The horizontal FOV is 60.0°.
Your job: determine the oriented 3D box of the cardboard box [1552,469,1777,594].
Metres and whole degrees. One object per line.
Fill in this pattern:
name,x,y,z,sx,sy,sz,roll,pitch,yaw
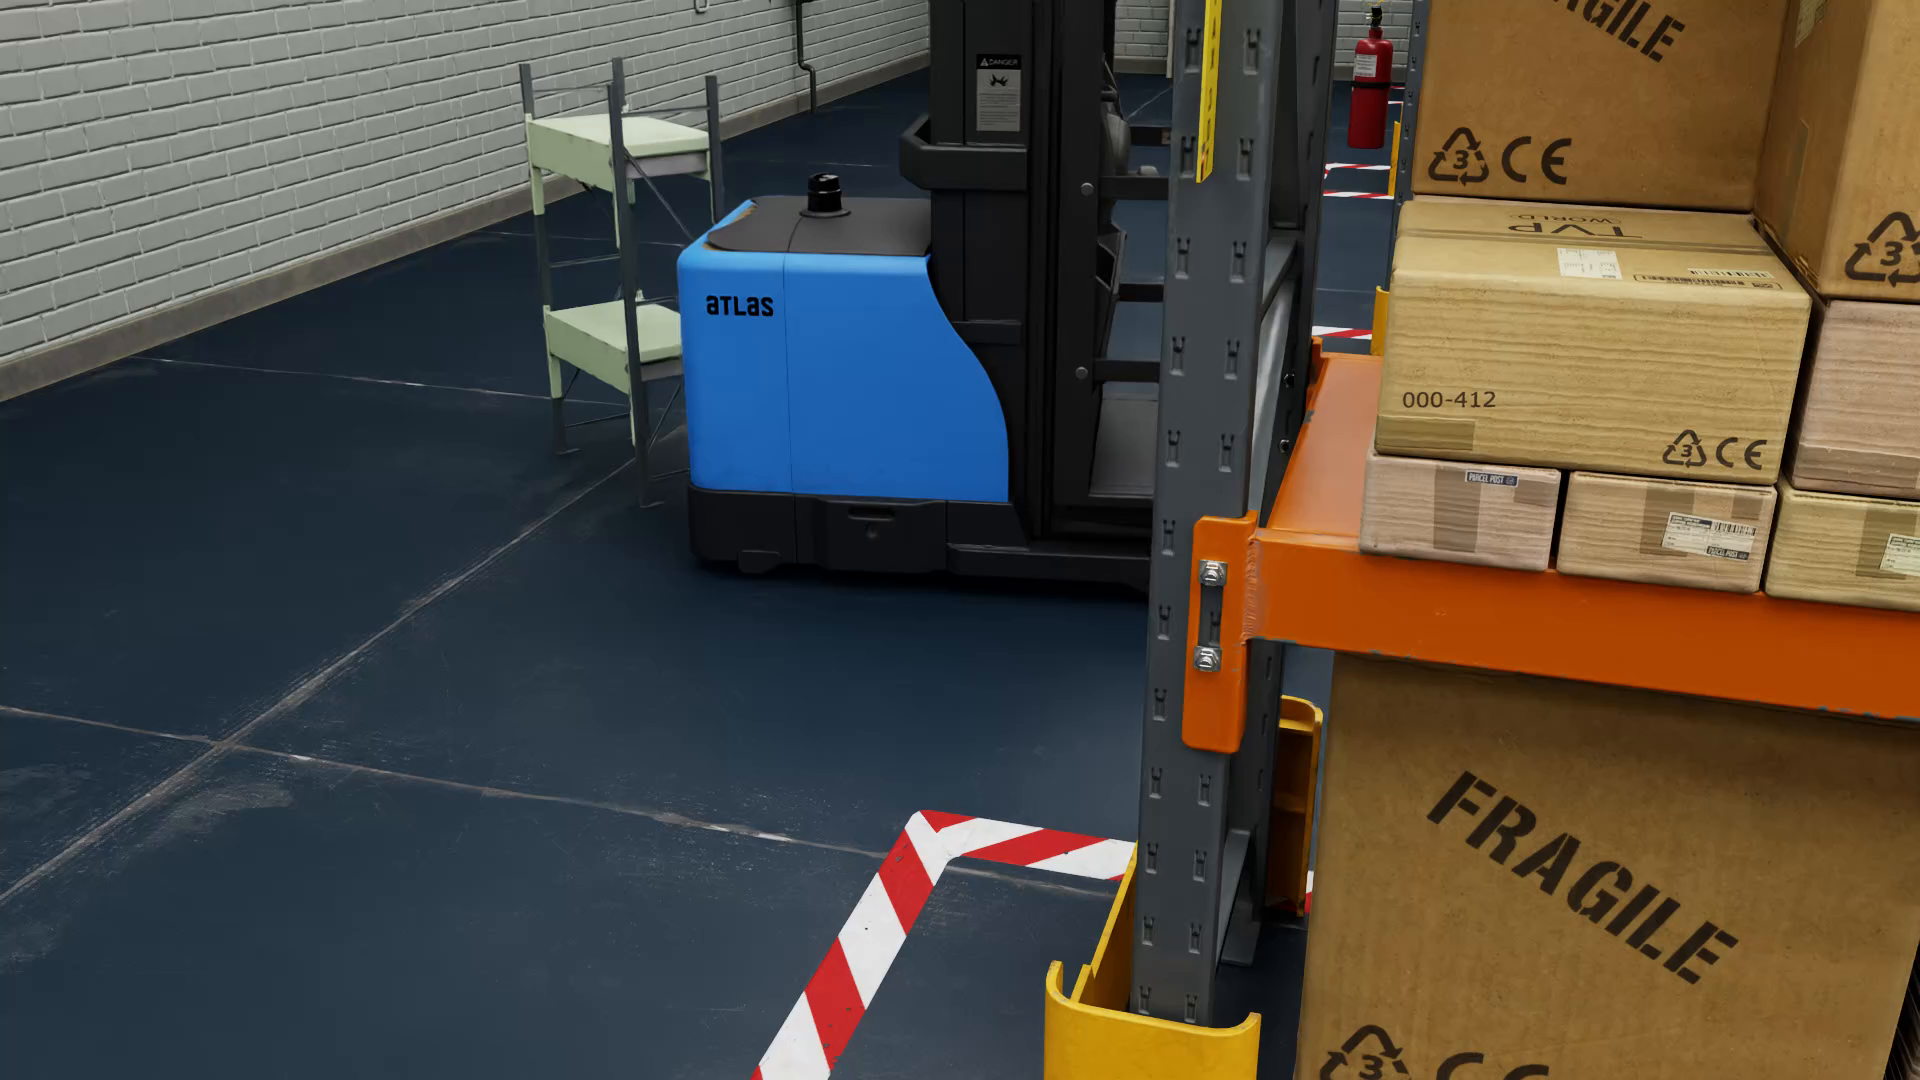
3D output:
cardboard box,0.970,-0.077,2.336,0.250,0.149,0.380,6,23,15

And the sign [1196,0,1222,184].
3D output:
sign,0.314,-0.616,2.074,0.005,0.325,0.100,7,23,16

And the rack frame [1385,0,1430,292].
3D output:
rack frame,2.009,-2.171,7.109,0.127,3.000,1.000,7,23,16

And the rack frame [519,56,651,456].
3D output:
rack frame,-1.433,-1.076,6.416,0.400,1.500,0.023,-16,27,-33

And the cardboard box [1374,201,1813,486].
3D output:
cardboard box,0.861,-0.297,2.347,0.500,0.250,0.500,6,23,14

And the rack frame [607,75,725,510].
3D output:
rack frame,-0.998,-0.852,5.871,0.400,1.500,0.023,-16,27,-33

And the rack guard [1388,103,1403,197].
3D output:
rack guard,3.319,-2.826,12.001,0.348,0.500,1.175,7,23,16

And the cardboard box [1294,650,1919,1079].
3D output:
cardboard box,1.116,0.450,2.966,0.875,0.875,0.875,7,23,16

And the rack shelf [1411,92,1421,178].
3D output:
rack shelf,3.924,-1.618,6.711,4.000,0.370,1.077,7,23,16

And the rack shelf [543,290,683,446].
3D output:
rack shelf,-1.215,-0.662,6.267,0.431,0.370,0.720,-16,27,-33

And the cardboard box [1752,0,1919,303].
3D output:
cardboard box,1.340,-0.589,2.071,0.500,0.500,0.500,6,23,14

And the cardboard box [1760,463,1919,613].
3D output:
cardboard box,1.216,-0.049,2.268,0.250,0.149,0.380,6,23,14

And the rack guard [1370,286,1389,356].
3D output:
rack guard,2.082,-1.006,7.563,0.348,0.500,1.175,7,23,16

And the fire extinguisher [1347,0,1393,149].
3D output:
fire extinguisher,1.901,-2.158,7.671,0.183,0.674,0.296,7,23,16

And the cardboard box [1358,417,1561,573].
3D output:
cardboard box,0.724,-0.105,2.403,0.250,0.149,0.380,7,23,16

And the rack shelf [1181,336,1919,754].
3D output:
rack shelf,2.395,0.173,2.345,4.000,0.370,1.077,7,23,16

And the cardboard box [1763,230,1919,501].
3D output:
cardboard box,1.361,-0.242,2.214,0.500,0.250,0.500,6,23,15

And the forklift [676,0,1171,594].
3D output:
forklift,0.662,-1.357,5.217,3.031,2.935,1.130,3,22,6

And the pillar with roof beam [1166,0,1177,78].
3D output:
pillar with roof beam,1.208,-7.618,12.485,0.400,9.000,9.100,7,23,16

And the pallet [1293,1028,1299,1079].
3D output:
pallet,1.268,0.970,3.128,1.213,0.211,1.003,7,23,16

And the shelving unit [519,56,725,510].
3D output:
shelving unit,-1.215,-0.964,6.143,0.431,1.500,0.755,-16,27,-33

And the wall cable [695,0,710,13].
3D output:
wall cable,-2.063,-5.074,12.808,0.123,1.953,0.585,7,23,16

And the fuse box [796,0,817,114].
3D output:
fuse box,-1.316,-4.741,15.073,0.414,1.711,0.539,7,23,16

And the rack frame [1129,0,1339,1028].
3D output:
rack frame,0.480,-0.380,2.743,0.127,3.000,1.000,7,23,16

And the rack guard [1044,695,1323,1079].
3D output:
rack guard,0.457,0.774,3.224,0.348,0.500,1.175,7,23,16

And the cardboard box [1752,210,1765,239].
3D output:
cardboard box,1.506,-0.435,2.684,0.500,0.250,0.500,6,23,15

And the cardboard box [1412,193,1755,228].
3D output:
cardboard box,1.020,-0.491,2.820,0.500,0.250,0.500,6,23,15

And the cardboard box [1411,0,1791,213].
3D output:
cardboard box,1.022,-0.837,2.675,0.500,0.500,0.500,7,23,16

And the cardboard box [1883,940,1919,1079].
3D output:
cardboard box,1.987,0.550,2.723,0.875,0.875,0.875,7,23,16

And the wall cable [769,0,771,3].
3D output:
wall cable,-1.664,-5.576,14.073,0.122,1.984,0.588,7,23,16

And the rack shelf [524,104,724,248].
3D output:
rack shelf,-1.215,-1.325,5.995,0.431,0.370,0.720,-16,27,-33
